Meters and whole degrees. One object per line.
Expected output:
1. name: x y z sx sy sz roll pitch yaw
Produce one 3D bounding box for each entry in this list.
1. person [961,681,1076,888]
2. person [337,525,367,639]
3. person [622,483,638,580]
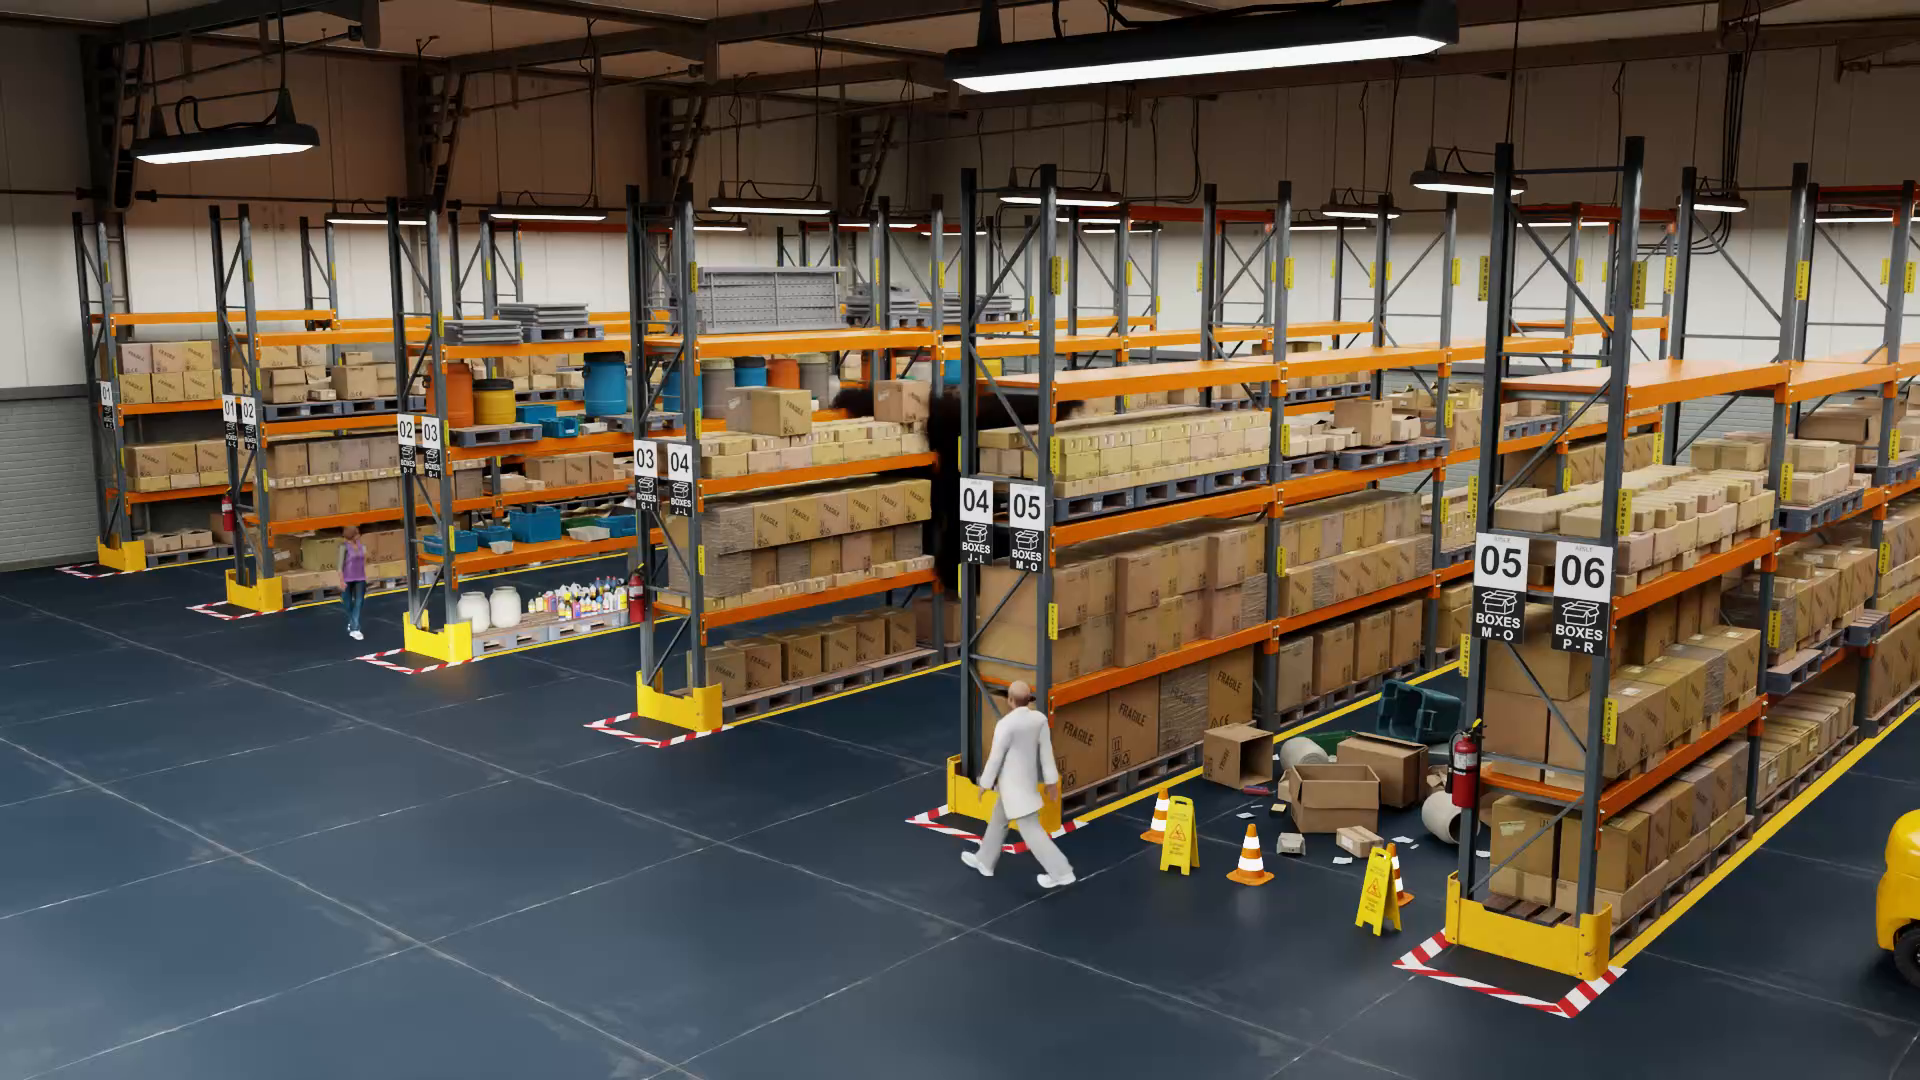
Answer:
1. person: 0.467 2.028 13.856 1.119 1.740 0.538 3 10 19
2. person: -8.458 0.578 23.089 0.411 1.605 0.580 -6 11 -33
3. person: -5.183 -0.088 26.761 0.367 1.709 0.491 4 10 21
